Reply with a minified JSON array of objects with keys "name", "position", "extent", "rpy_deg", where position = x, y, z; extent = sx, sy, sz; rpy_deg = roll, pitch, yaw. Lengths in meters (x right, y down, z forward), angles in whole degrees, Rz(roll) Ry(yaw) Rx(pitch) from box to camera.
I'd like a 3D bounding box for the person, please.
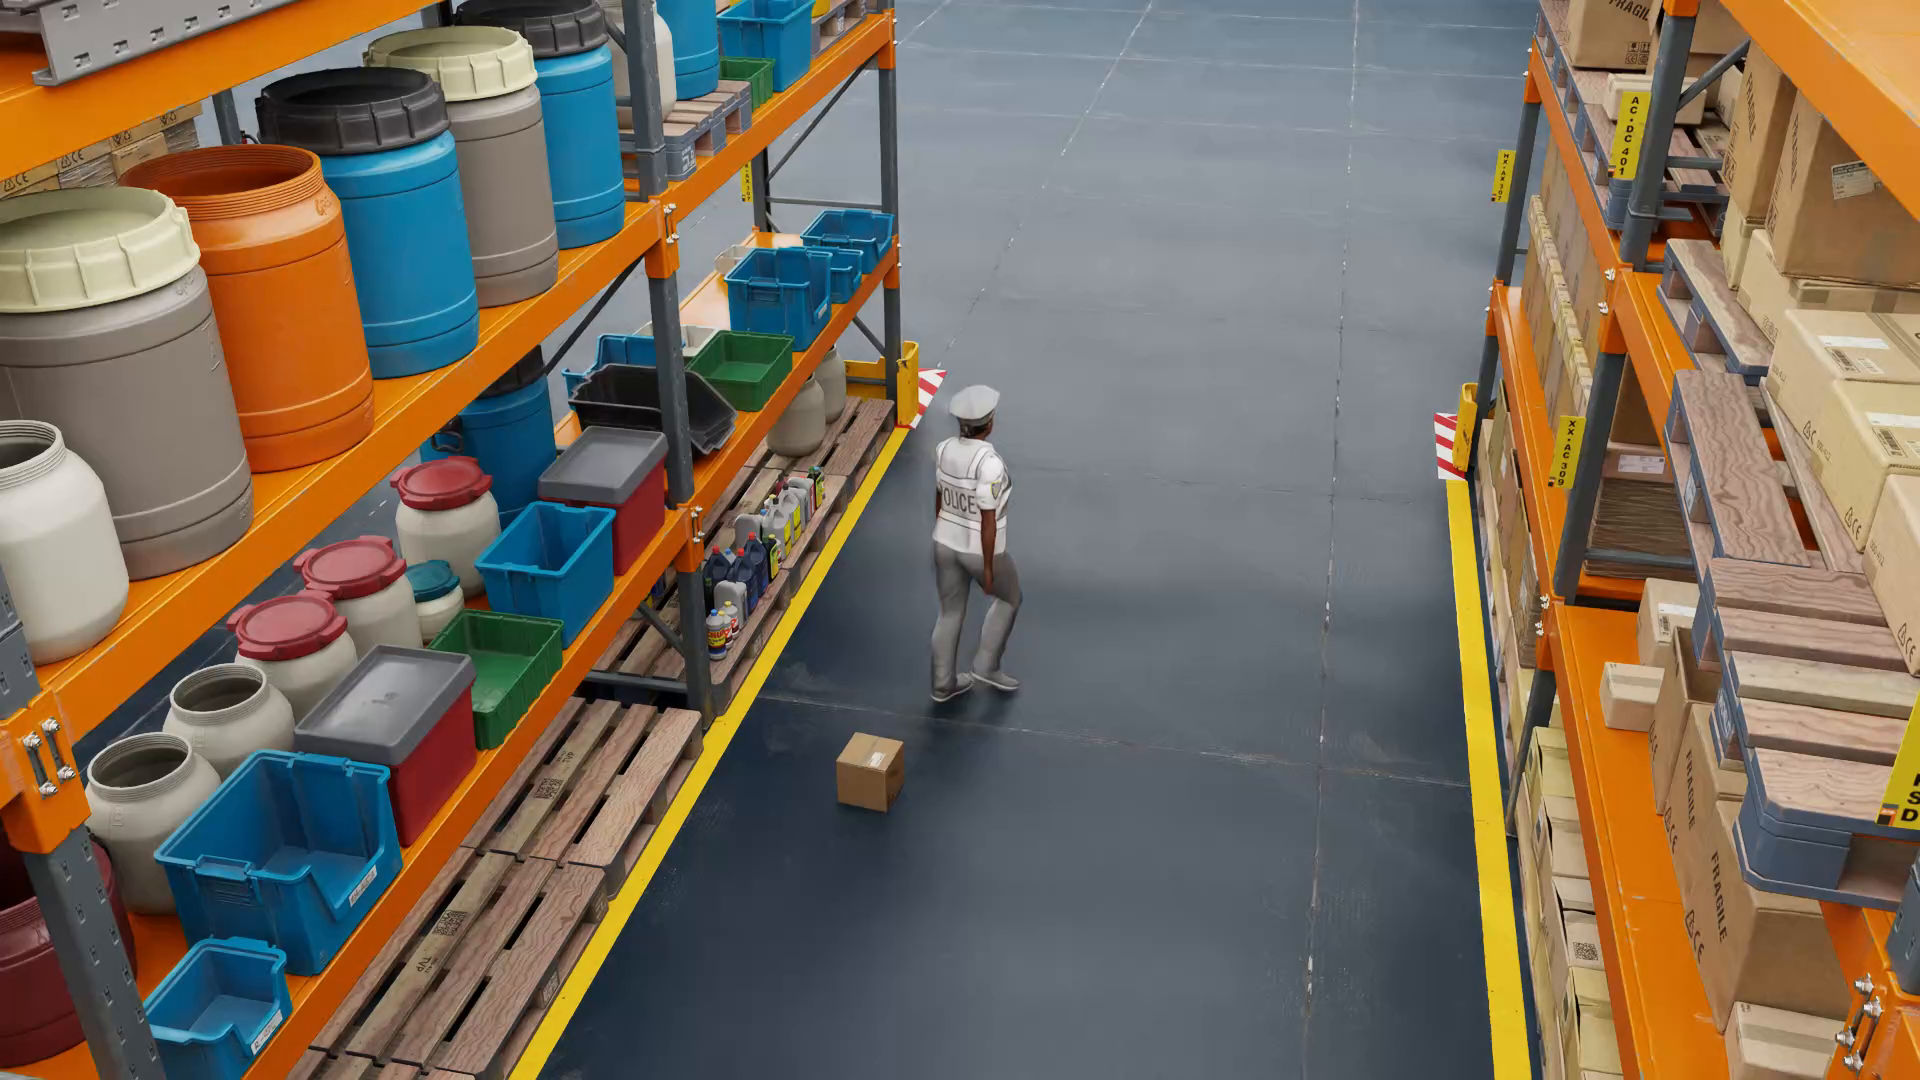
[{"name":"person","position":[0.035,0.055,8.490],"extent":[0.477,1.680,0.528],"rpy_deg":[21,35,33]}]
